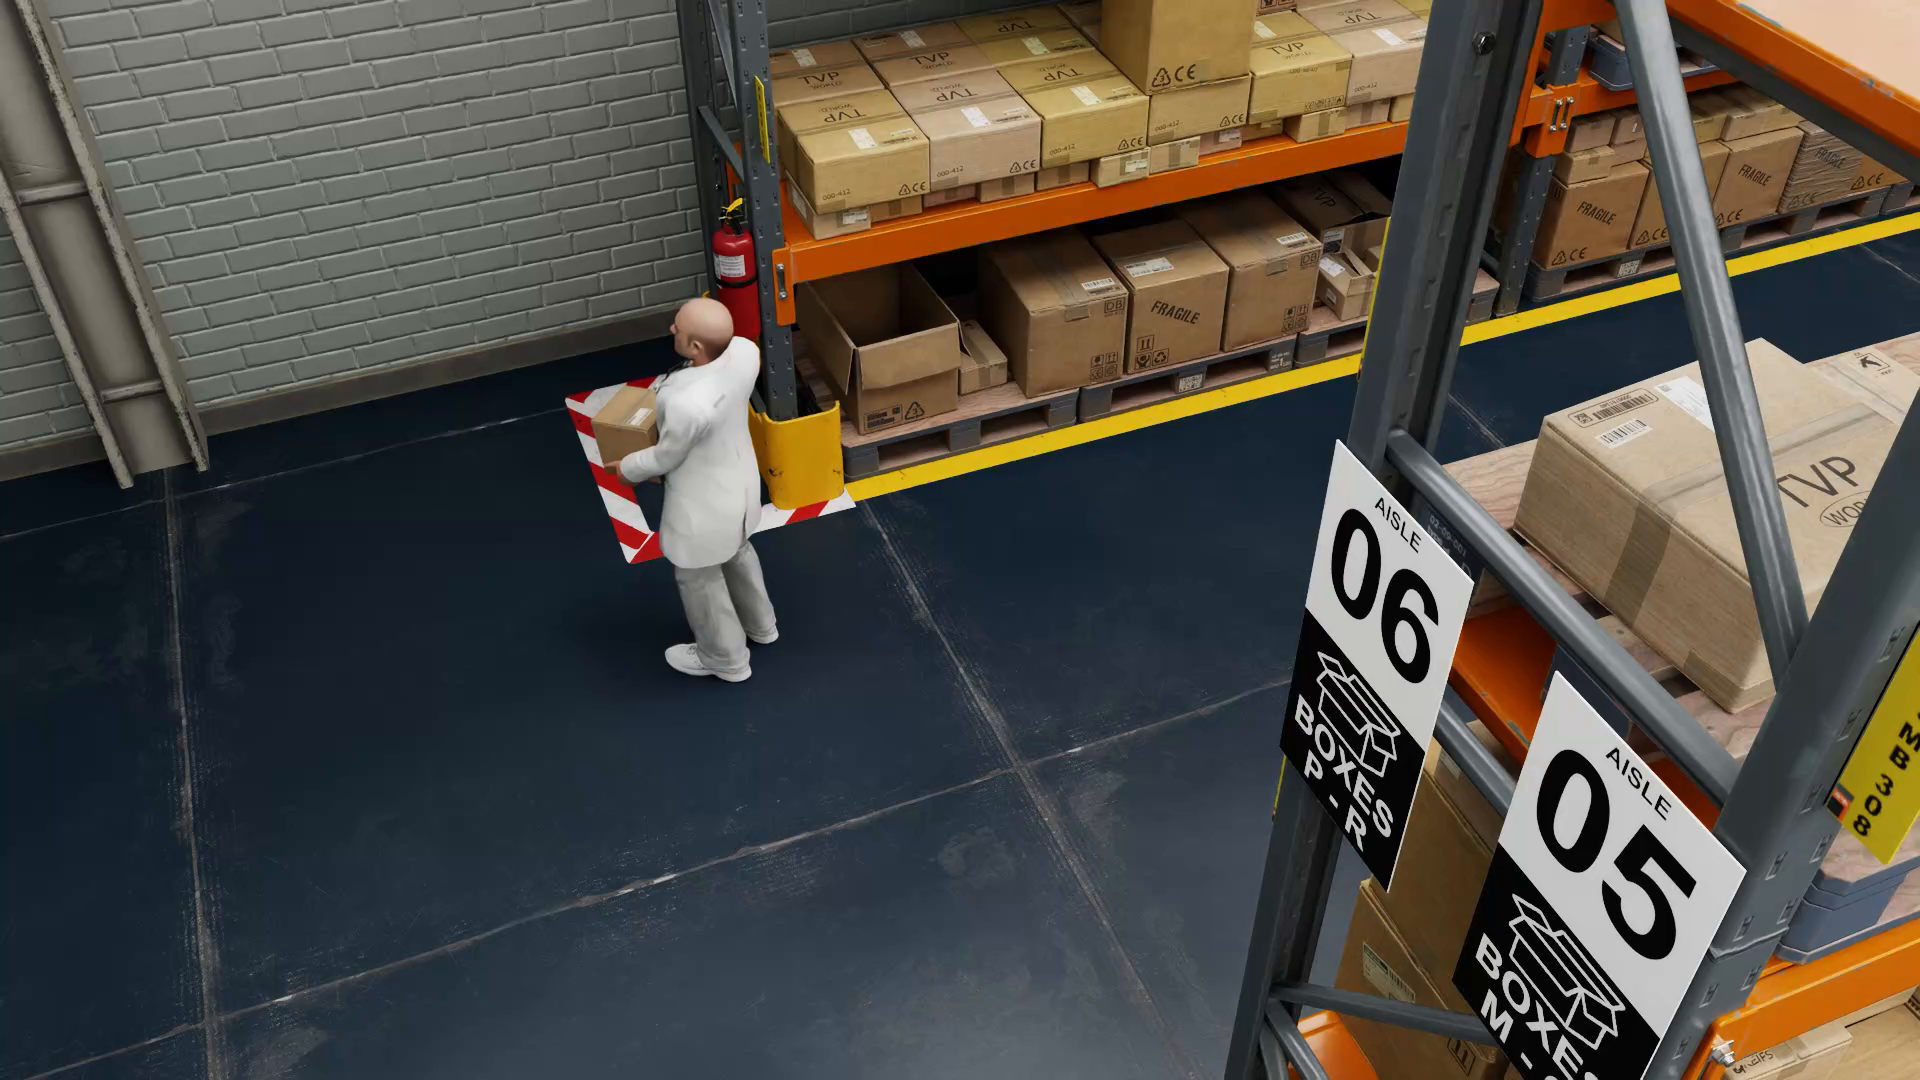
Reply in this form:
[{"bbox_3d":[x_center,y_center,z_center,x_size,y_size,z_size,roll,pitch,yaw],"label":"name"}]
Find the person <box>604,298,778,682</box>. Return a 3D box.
[{"bbox_3d":[-1.051,-0.217,6.423,0.563,1.769,0.531,15,43,16],"label":"person"}]
